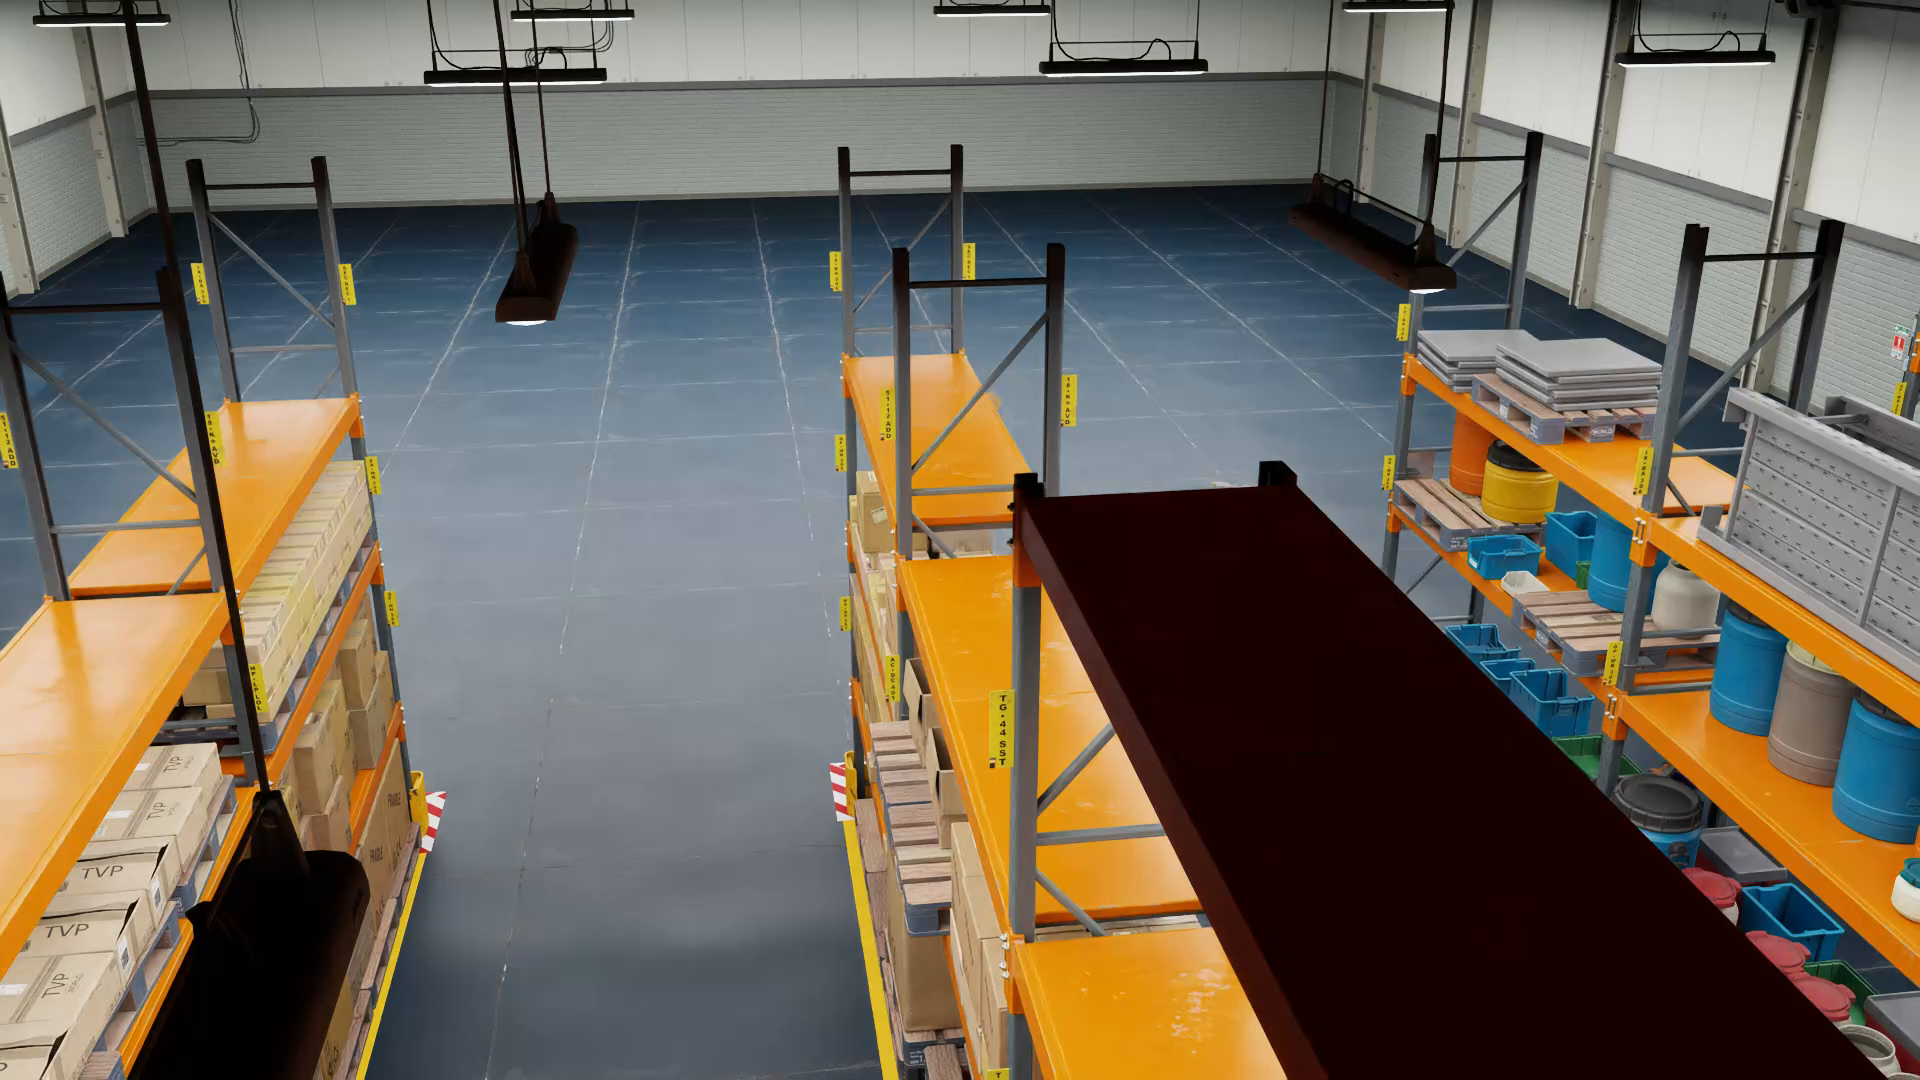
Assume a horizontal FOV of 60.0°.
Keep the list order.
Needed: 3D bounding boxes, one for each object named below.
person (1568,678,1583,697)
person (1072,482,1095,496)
[{"bbox_3d":[5.962,1.138,15.659,0.612,0.877,0.359,-9,23,-21],"label":"person"},{"bbox_3d":[1.525,-0.365,19.563,0.436,0.568,0.390,10,24,23],"label":"person"}]
